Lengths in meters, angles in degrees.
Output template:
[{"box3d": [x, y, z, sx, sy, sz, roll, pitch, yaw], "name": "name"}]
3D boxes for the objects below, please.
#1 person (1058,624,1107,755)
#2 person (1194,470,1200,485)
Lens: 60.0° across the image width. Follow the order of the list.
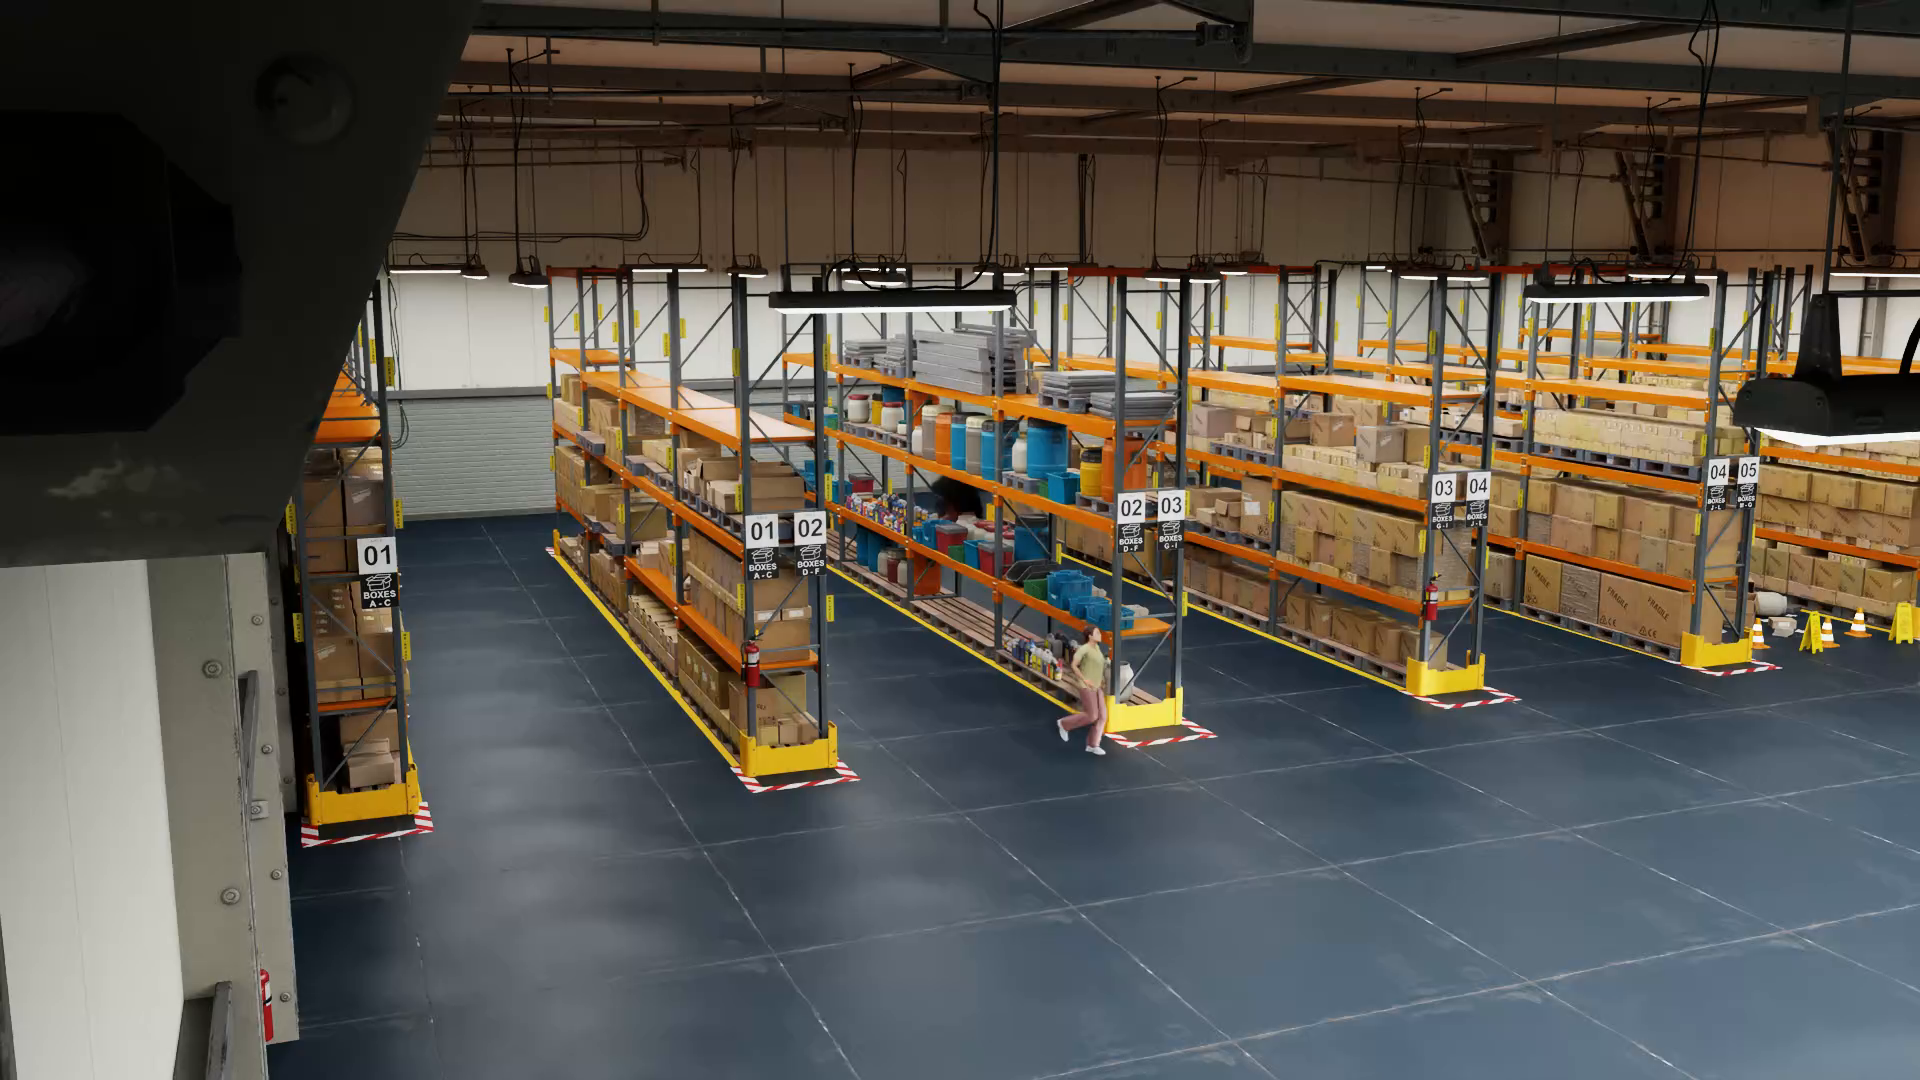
[{"box3d": [1.669, 1.871, 21.271, 0.718, 1.604, 0.626, 7, 12, 33], "name": "person"}, {"box3d": [6.043, -1.696, 41.574, 0.720, 1.723, 0.588, -7, 12, -35], "name": "person"}]
